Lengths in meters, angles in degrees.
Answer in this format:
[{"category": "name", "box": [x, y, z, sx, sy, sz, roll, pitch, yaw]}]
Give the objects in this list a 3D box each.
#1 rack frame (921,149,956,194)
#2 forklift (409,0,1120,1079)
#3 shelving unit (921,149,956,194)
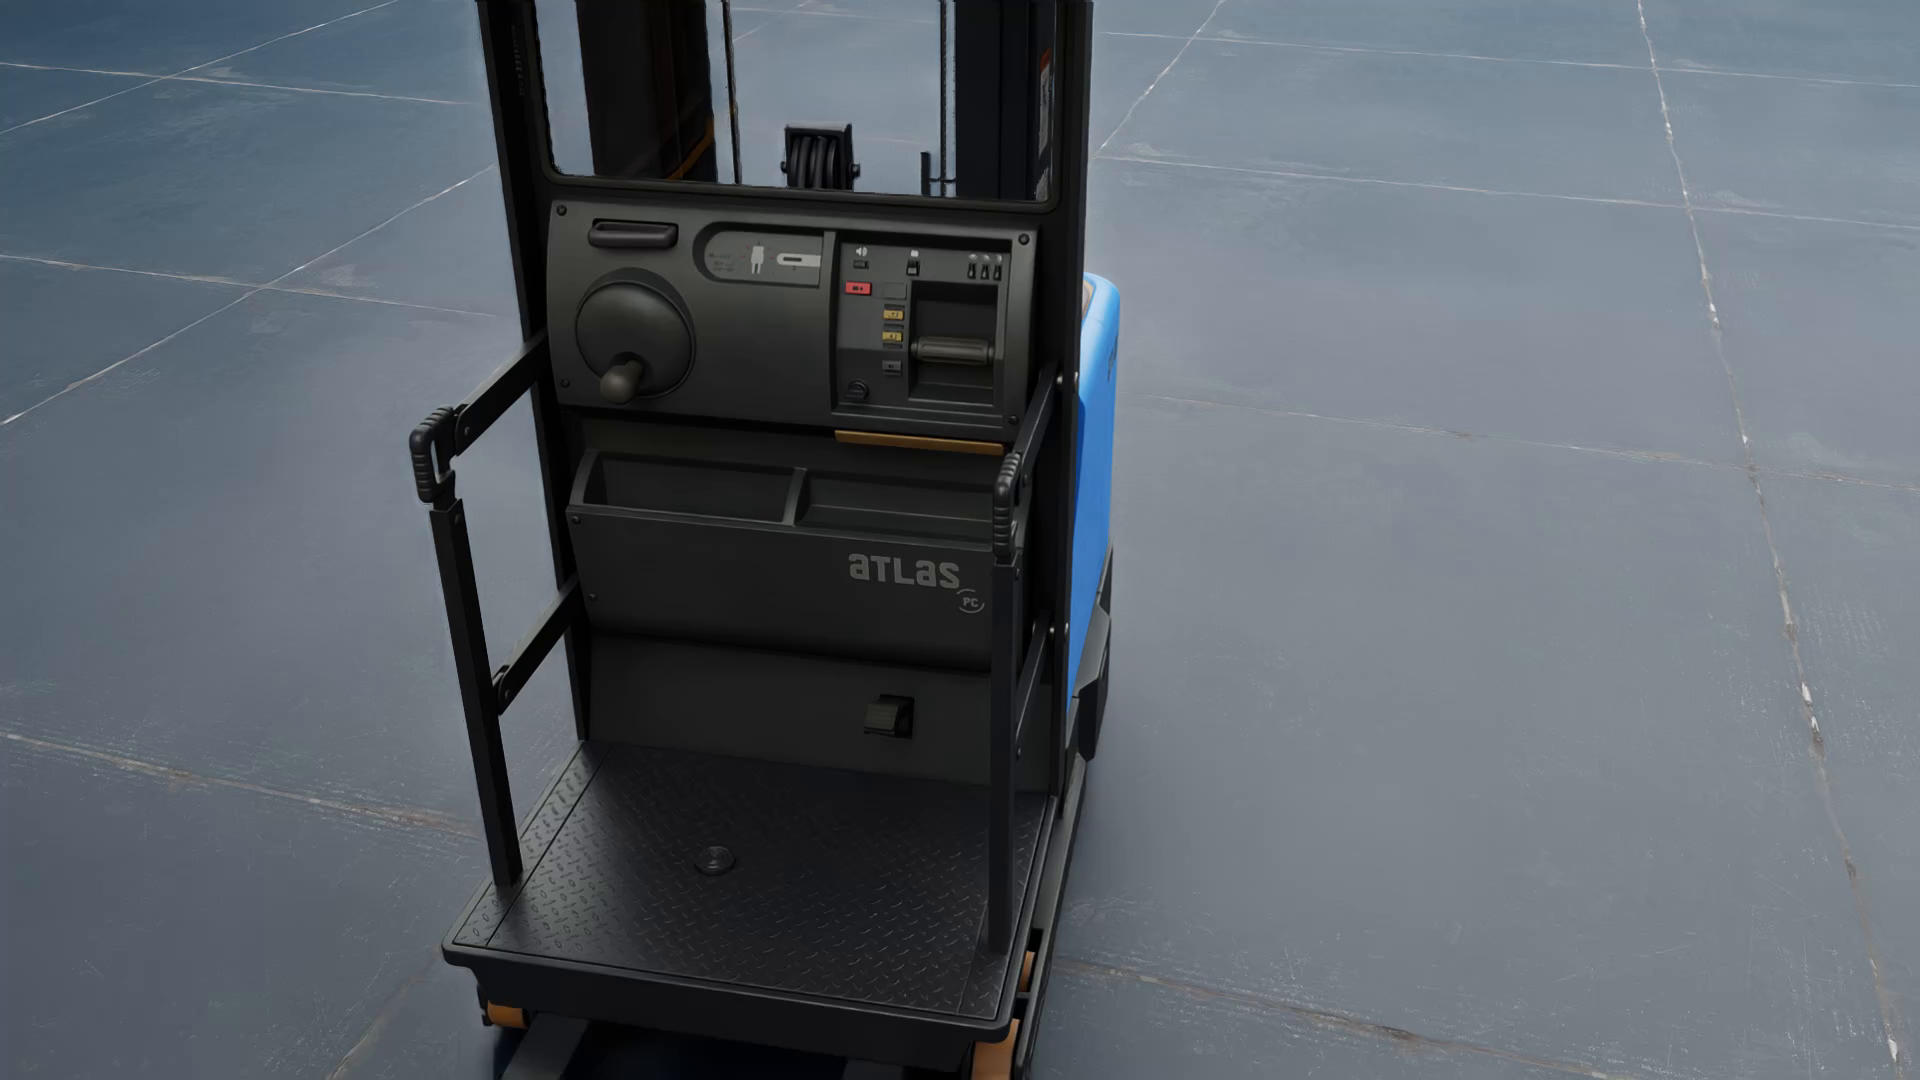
[{"category": "rack frame", "box": [0.007, -0.589, 5.075, 0.240, 1.200, 0.015, 7, 30, 12]}, {"category": "forklift", "box": [-0.361, -0.375, 2.910, 1.130, 2.935, 3.031, 5, 30, 10]}, {"category": "shelving unit", "box": [-0.051, -0.474, 4.868, 0.258, 1.200, 0.503, 7, 30, 12]}]
